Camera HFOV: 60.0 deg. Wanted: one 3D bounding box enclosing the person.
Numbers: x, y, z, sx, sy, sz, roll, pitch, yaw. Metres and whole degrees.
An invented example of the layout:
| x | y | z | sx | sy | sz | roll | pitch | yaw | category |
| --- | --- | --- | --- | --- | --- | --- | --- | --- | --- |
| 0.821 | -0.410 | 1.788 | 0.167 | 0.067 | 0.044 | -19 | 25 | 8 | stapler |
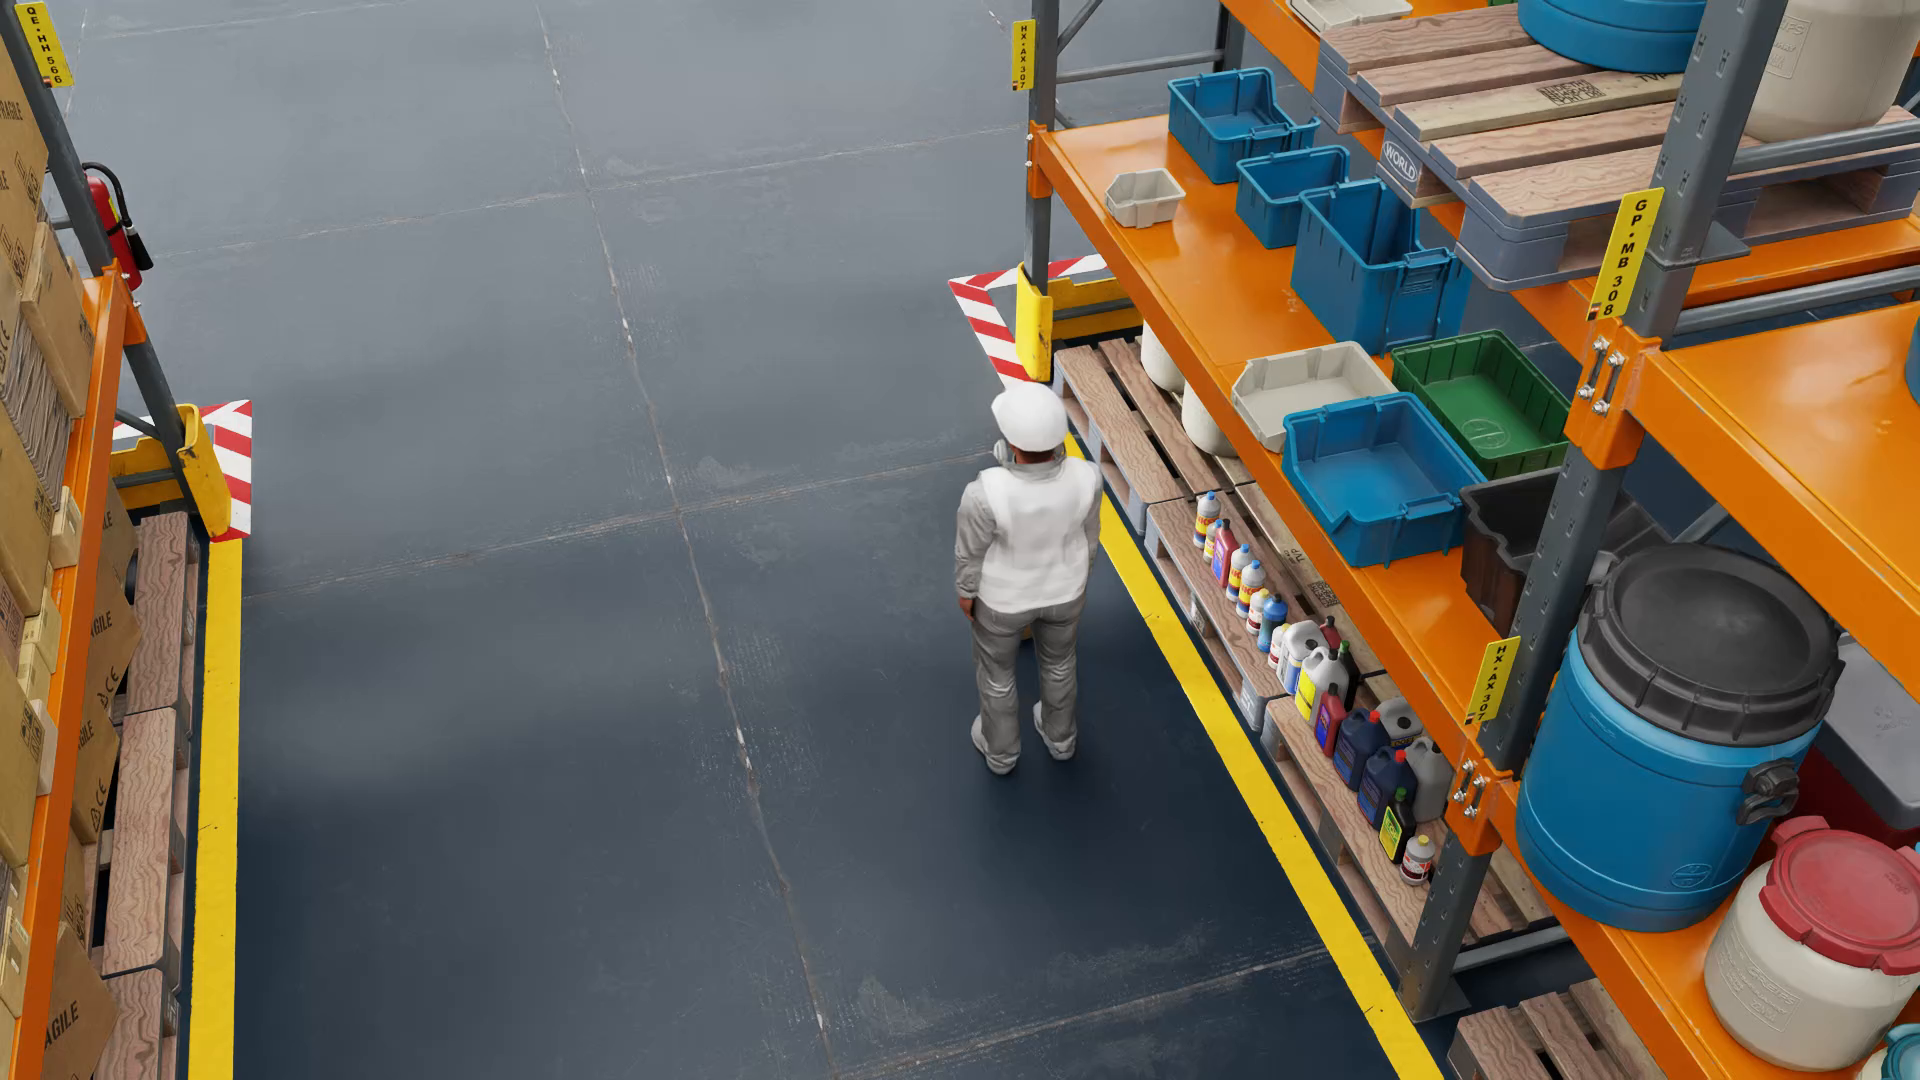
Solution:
| x | y | z | sx | sy | sz | roll | pitch | yaw | category |
| --- | --- | --- | --- | --- | --- | --- | --- | --- | --- |
| 0.229 | 0.152 | 5.976 | 0.531 | 1.766 | 0.359 | -11 | 43 | -12 | person |
